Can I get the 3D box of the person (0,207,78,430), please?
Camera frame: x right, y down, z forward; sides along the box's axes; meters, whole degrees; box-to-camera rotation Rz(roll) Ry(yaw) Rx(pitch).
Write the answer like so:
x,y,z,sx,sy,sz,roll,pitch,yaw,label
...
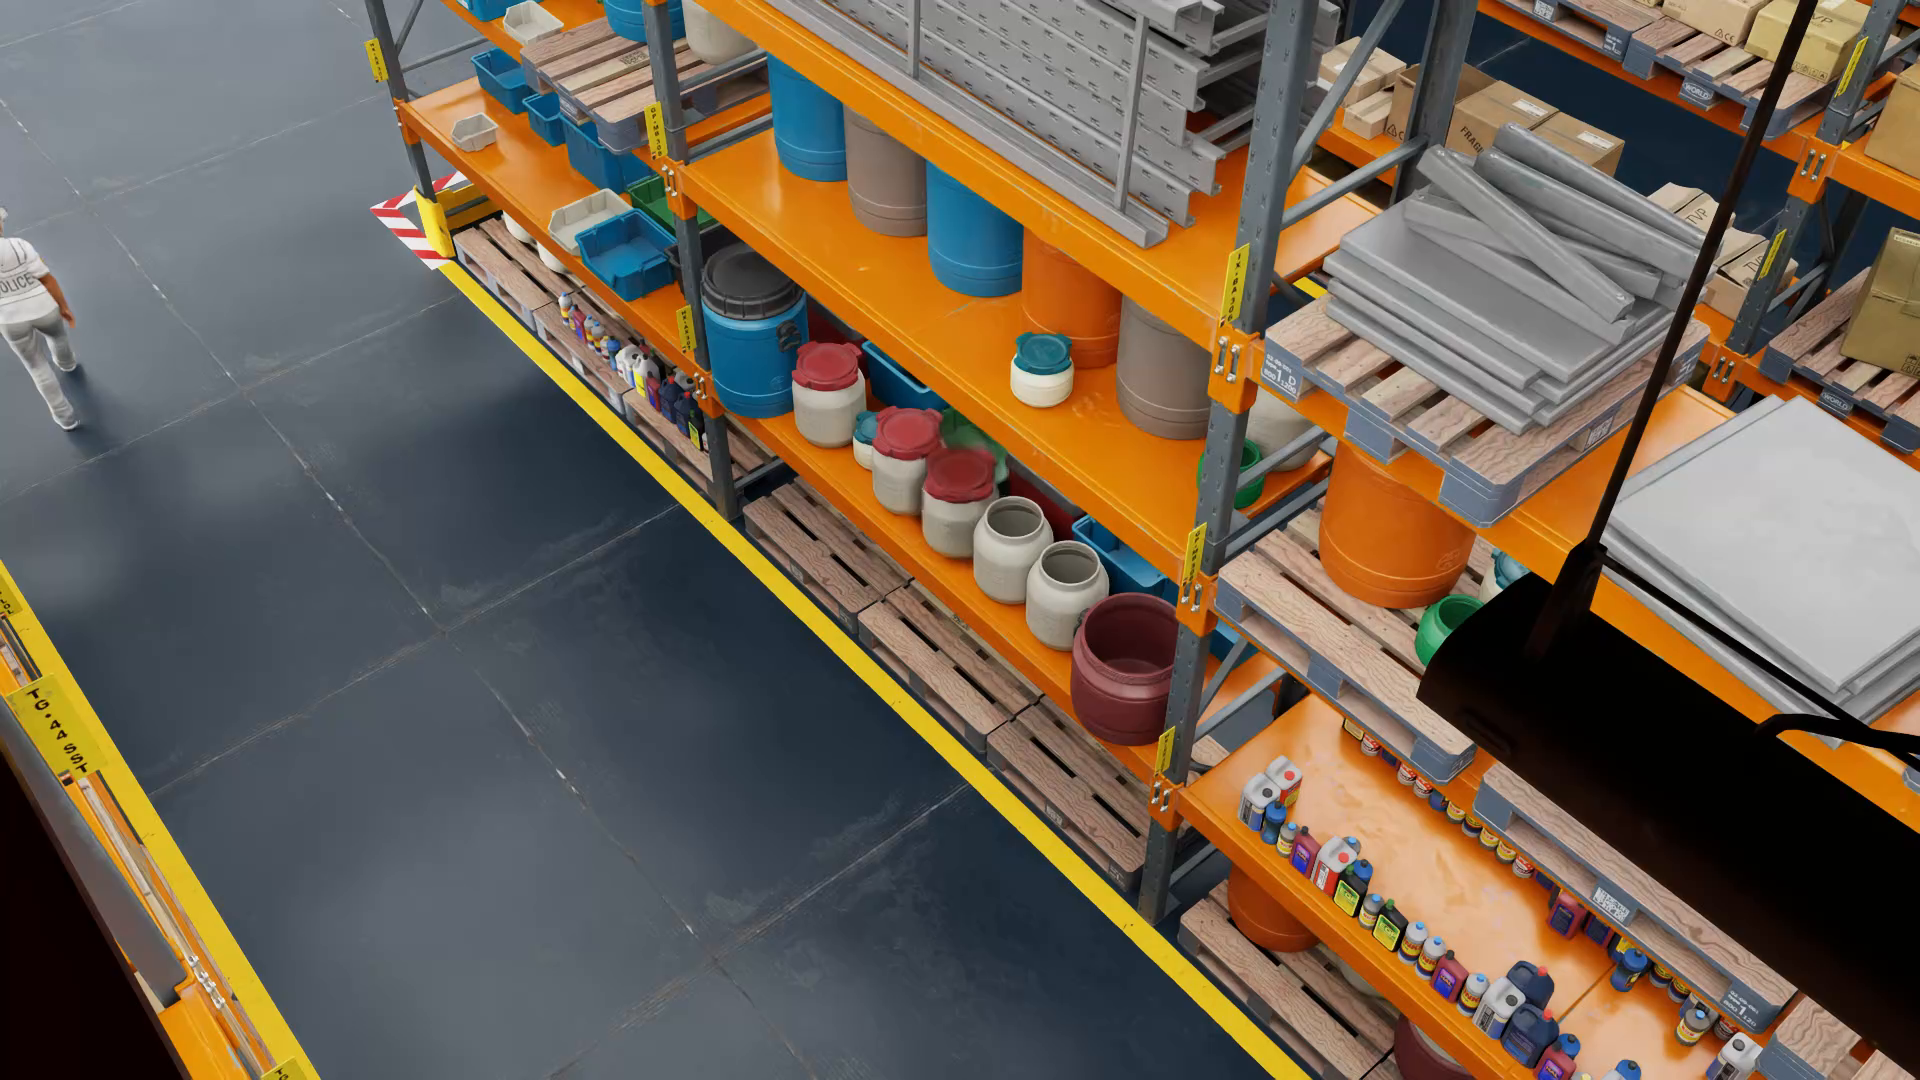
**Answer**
x,y,z,sx,sy,sz,roll,pitch,yaw,label
-6.415,-1.622,11.375,0.507,1.622,0.945,-27,52,-23,person
